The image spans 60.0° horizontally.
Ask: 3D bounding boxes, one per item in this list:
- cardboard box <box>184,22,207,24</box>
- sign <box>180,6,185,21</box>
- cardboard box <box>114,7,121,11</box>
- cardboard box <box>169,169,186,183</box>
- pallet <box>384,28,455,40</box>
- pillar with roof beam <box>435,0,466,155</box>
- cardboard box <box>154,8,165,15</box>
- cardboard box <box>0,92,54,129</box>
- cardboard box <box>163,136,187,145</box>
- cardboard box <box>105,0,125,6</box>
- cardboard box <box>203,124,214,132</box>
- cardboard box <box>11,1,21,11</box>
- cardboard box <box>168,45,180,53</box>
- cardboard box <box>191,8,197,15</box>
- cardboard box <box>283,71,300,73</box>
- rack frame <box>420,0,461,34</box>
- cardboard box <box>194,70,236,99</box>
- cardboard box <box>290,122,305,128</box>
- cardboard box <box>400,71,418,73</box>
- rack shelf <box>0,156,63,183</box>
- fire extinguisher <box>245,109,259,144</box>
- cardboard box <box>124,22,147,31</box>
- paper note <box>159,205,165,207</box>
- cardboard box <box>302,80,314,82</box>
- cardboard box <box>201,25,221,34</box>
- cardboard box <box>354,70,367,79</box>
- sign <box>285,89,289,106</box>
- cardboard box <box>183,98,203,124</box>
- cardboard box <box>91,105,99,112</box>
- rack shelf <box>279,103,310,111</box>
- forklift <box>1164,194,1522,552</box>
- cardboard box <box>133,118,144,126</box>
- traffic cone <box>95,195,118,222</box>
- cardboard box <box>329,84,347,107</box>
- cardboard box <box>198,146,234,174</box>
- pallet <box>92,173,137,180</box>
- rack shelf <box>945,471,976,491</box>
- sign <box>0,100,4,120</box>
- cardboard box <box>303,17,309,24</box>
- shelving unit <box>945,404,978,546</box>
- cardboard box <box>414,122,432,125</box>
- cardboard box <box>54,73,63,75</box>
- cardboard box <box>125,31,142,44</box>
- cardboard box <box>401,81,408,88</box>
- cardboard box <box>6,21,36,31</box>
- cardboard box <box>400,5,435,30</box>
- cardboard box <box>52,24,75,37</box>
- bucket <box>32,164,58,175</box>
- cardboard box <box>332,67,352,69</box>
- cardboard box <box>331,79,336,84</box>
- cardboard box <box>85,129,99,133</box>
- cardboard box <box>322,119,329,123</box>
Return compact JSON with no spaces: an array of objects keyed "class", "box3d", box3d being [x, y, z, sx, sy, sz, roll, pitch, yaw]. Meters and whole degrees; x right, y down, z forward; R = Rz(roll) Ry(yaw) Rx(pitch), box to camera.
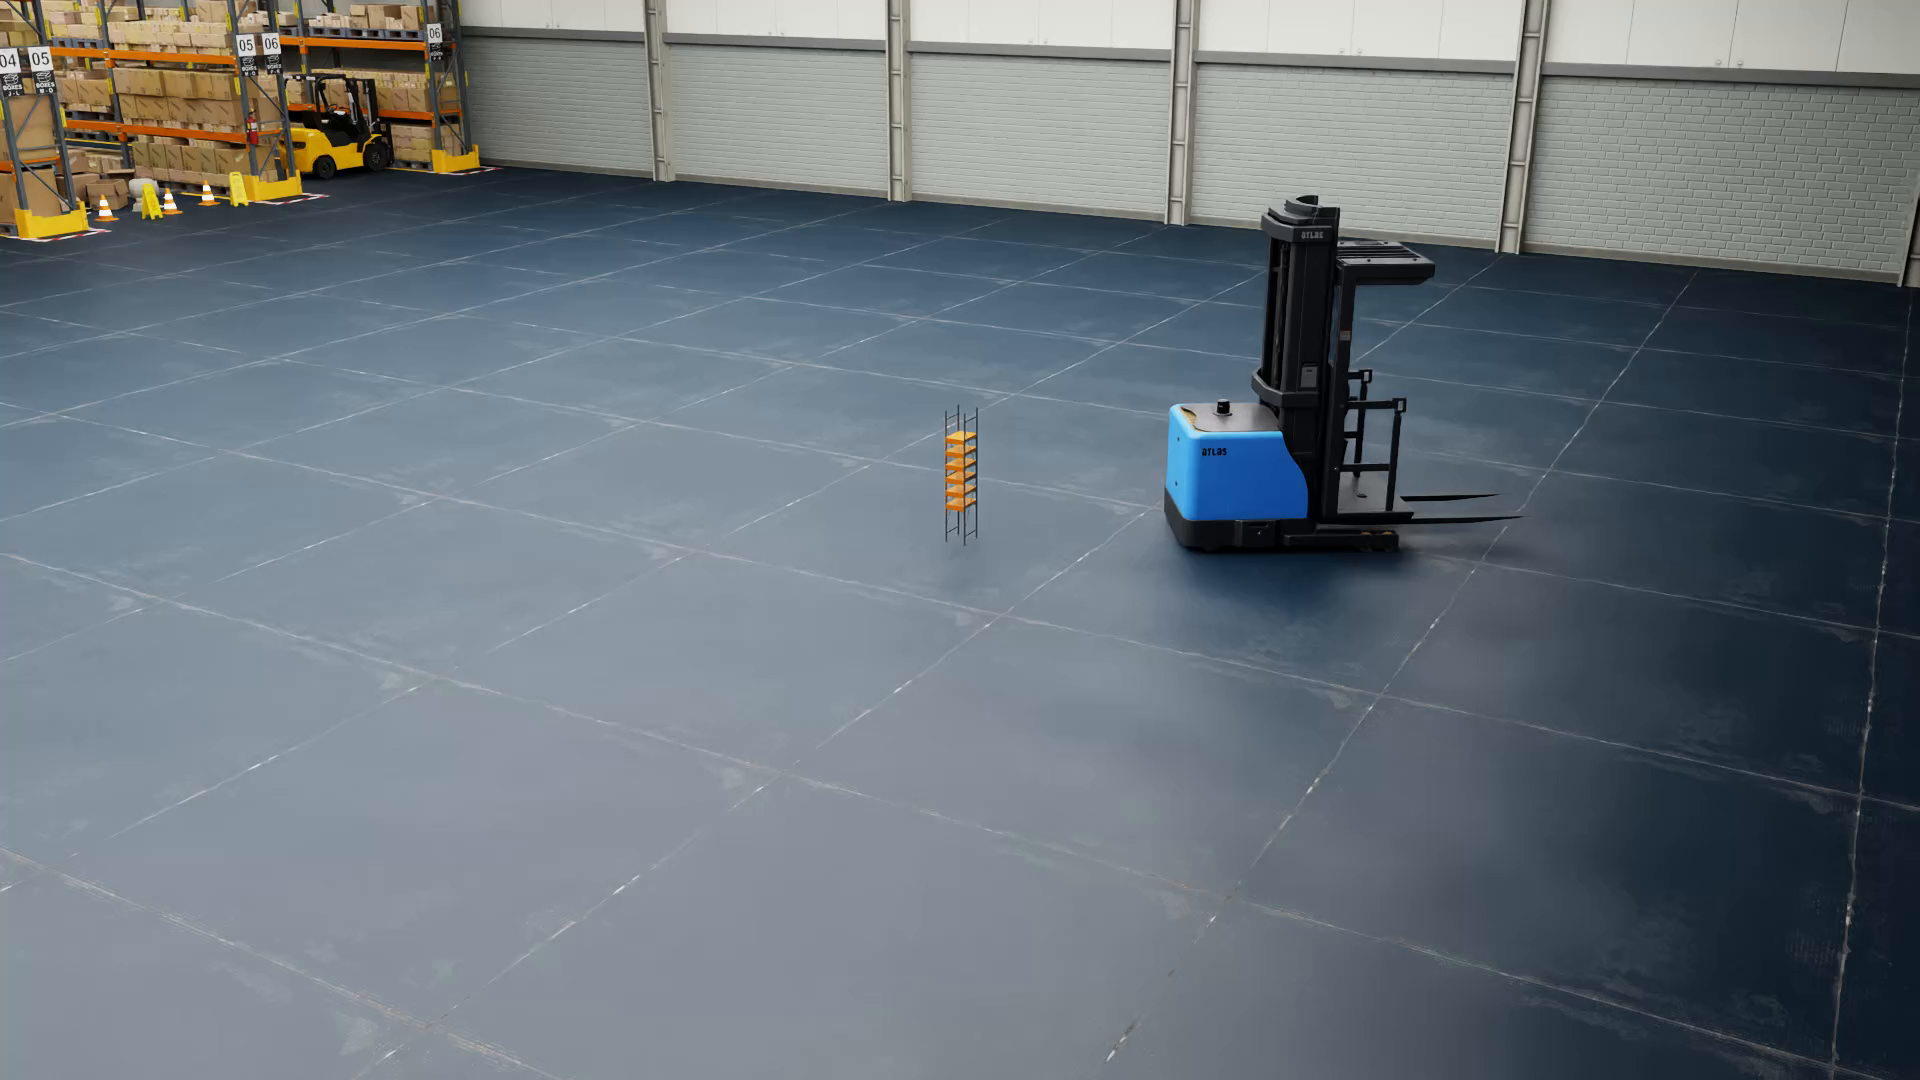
[{"class":"cardboard box","box3d":[-15.644,-10.520,34.067,0.250,0.149,0.380,11,23,28]},{"class":"sign","box3d":[-18.768,-12.706,40.135,0.005,0.325,0.100,11,23,27]},{"class":"cardboard box","box3d":[-20.789,-13.182,41.374,0.250,0.149,0.380,11,23,28]},{"class":"cardboard box","box3d":[-16.108,-7.624,34.698,0.500,0.250,0.500,10,22,27]},{"class":"pallet","box3d":[-12.122,-11.378,37.360,1.213,0.211,1.003,11,23,27]},{"class":"pillar with roof beam","box3d":[-13.786,-11.806,34.014,0.400,9.000,9.100,11,23,27]},{"class":"cardboard box","box3d":[-19.583,-13.009,40.928,0.250,0.149,0.380,10,22,26]},{"class":"cardboard box","box3d":[-16.566,-7.566,29.319,0.550,0.550,0.875,11,23,27]},{"class":"cardboard box","box3d":[-16.278,-8.287,34.475,0.250,0.149,0.380,12,23,30]},{"class":"cardboard box","box3d":[-21.447,-13.686,42.156,0.258,0.266,0.396,11,23,27]},{"class":"cardboard box","box3d":[-15.094,-8.378,33.728,0.250,0.149,0.380,11,23,28]},{"class":"cardboard box","box3d":[-24.341,-13.941,43.348,0.500,0.250,0.500,10,22,26]},{"class":"cardboard box","box3d":[-15.746,-9.916,33.569,0.250,0.149,0.380,10,22,27]},{"class":"cardboard box","box3d":[-18.689,-13.025,40.970,0.250,0.149,0.380,10,22,25]},{"class":"cardboard box","box3d":[-16.076,-11.211,40.071,0.250,0.149,0.380,11,23,27]},{"class":"rack frame","box3d":[-11.518,-12.704,36.488,0.127,3.000,1.000,11,23,27]},{"class":"cardboard box","box3d":[-14.926,-9.169,33.491,0.500,0.500,0.700,11,23,28]},{"class":"cardboard box","box3d":[-15.471,-9.714,39.909,0.625,0.625,0.875,12,23,30]},{"class":"cardboard box","box3d":[-12.607,-10.670,38.145,0.250,0.149,0.380,12,23,29]},{"class":"rack shelf","box3d":[-18.007,-6.909,30.367,4.000,0.370,1.077,11,23,27]},{"class":"fire extinguisher","box3d":[-14.060,-8.213,33.019,0.183,0.674,0.296,11,23,27]},{"class":"cardboard box","box3d":[-16.844,-10.507,34.029,0.250,0.149,0.380,10,22,26]},{"class":"paper note","box3d":[-15.731,-6.574,32.742,0.142,0.019,0.148,3,20,9]},{"class":"cardboard box","box3d":[-15.416,-10.892,39.192,0.250,0.149,0.380,12,23,29]},{"class":"cardboard box","box3d":[-14.813,-10.132,32.996,0.250,0.149,0.380,11,22,27]},{"class":"cardboard box","box3d":[-13.713,-10.709,38.252,0.250,0.149,0.380,11,23,27]},{"class":"sign","box3d":[-13.671,-8.974,33.734,0.005,0.325,0.100,11,23,27]},{"class":"cardboard box","box3d":[-15.414,-8.769,33.857,0.500,0.500,0.500,11,23,27]},{"class":"cardboard box","box3d":[-18.233,-9.203,35.386,0.250,0.149,0.380,10,22,26]},{"class":"rack shelf","box3d":[-16.756,-10.543,40.385,4.000,0.370,1.077,11,23,27]},{"class":"forklift","box3d":[3.398,-1.457,14.381,3.031,2.935,1.130,-1,20,-3]},{"class":"cardboard box","box3d":[-17.063,-8.778,34.832,0.250,0.149,0.380,12,23,29]},{"class":"traffic cone","box3d":[-16.032,-6.234,31.169,0.334,0.463,0.336,11,23,27]},{"class":"cardboard box","box3d":[-14.287,-10.363,38.685,0.500,0.500,0.500,11,23,28]},{"class":"cardboard box","box3d":[-15.219,-7.804,34.095,0.500,0.500,0.500,12,23,29]},{"class":"pallet","box3d":[-18.108,-7.889,36.101,1.213,0.211,1.003,11,23,27]},{"class":"rack shelf","box3d":[0.013,-0.520,14.467,0.180,0.103,0.258,11,23,27]},{"class":"sign","box3d":[-16.538,-7.411,28.650,0.005,0.325,0.100,11,23,27]},{"class":"cardboard box","box3d":[-15.655,-12.285,39.338,0.250,0.149,0.380,11,23,27]},{"class":"shelving unit","box3d":[0.013,-0.562,14.452,0.189,1.200,0.258,11,23,27]},{"class":"cardboard box","box3d":[-12.283,-9.477,38.340,0.500,0.250,0.500,11,23,27]},{"class":"cardboard box","box3d":[-19.930,-10.045,36.756,0.500,0.500,0.500,10,22,26]},{"class":"cardboard box","box3d":[-16.722,-10.312,34.078,0.500,0.250,0.500,11,22,27]},{"class":"cardboard box","box3d":[-12.391,-10.305,37.575,0.250,0.149,0.380,11,23,28]},{"class":"cardboard box","box3d":[-16.397,-8.977,29.048,0.250,0.149,0.380,11,23,28]},{"class":"cardboard box","box3d":[-12.023,-11.586,36.897,0.500,0.500,0.500,12,23,29]},{"class":"cardboard box","box3d":[-18.892,-10.832,35.332,0.500,0.250,0.500,11,23,28]},{"class":"bucket","box3d":[-18.510,-7.420,33.290,0.726,0.611,0.620,-16,16,-38]},{"class":"cardboard box","box3d":[-14.584,-11.078,39.268,0.250,0.149,0.380,11,23,27]},{"class":"cardboard box","box3d":[-14.392,-10.692,38.642,0.250,0.149,0.380,11,23,27]},{"class":"cardboard box","box3d":[-22.624,-10.742,43.442,0.250,0.149,0.380,10,22,26]},{"class":"cardboard box","box3d":[-14.741,-9.750,39.093,0.500,0.250,0.500,10,22,26]}]
